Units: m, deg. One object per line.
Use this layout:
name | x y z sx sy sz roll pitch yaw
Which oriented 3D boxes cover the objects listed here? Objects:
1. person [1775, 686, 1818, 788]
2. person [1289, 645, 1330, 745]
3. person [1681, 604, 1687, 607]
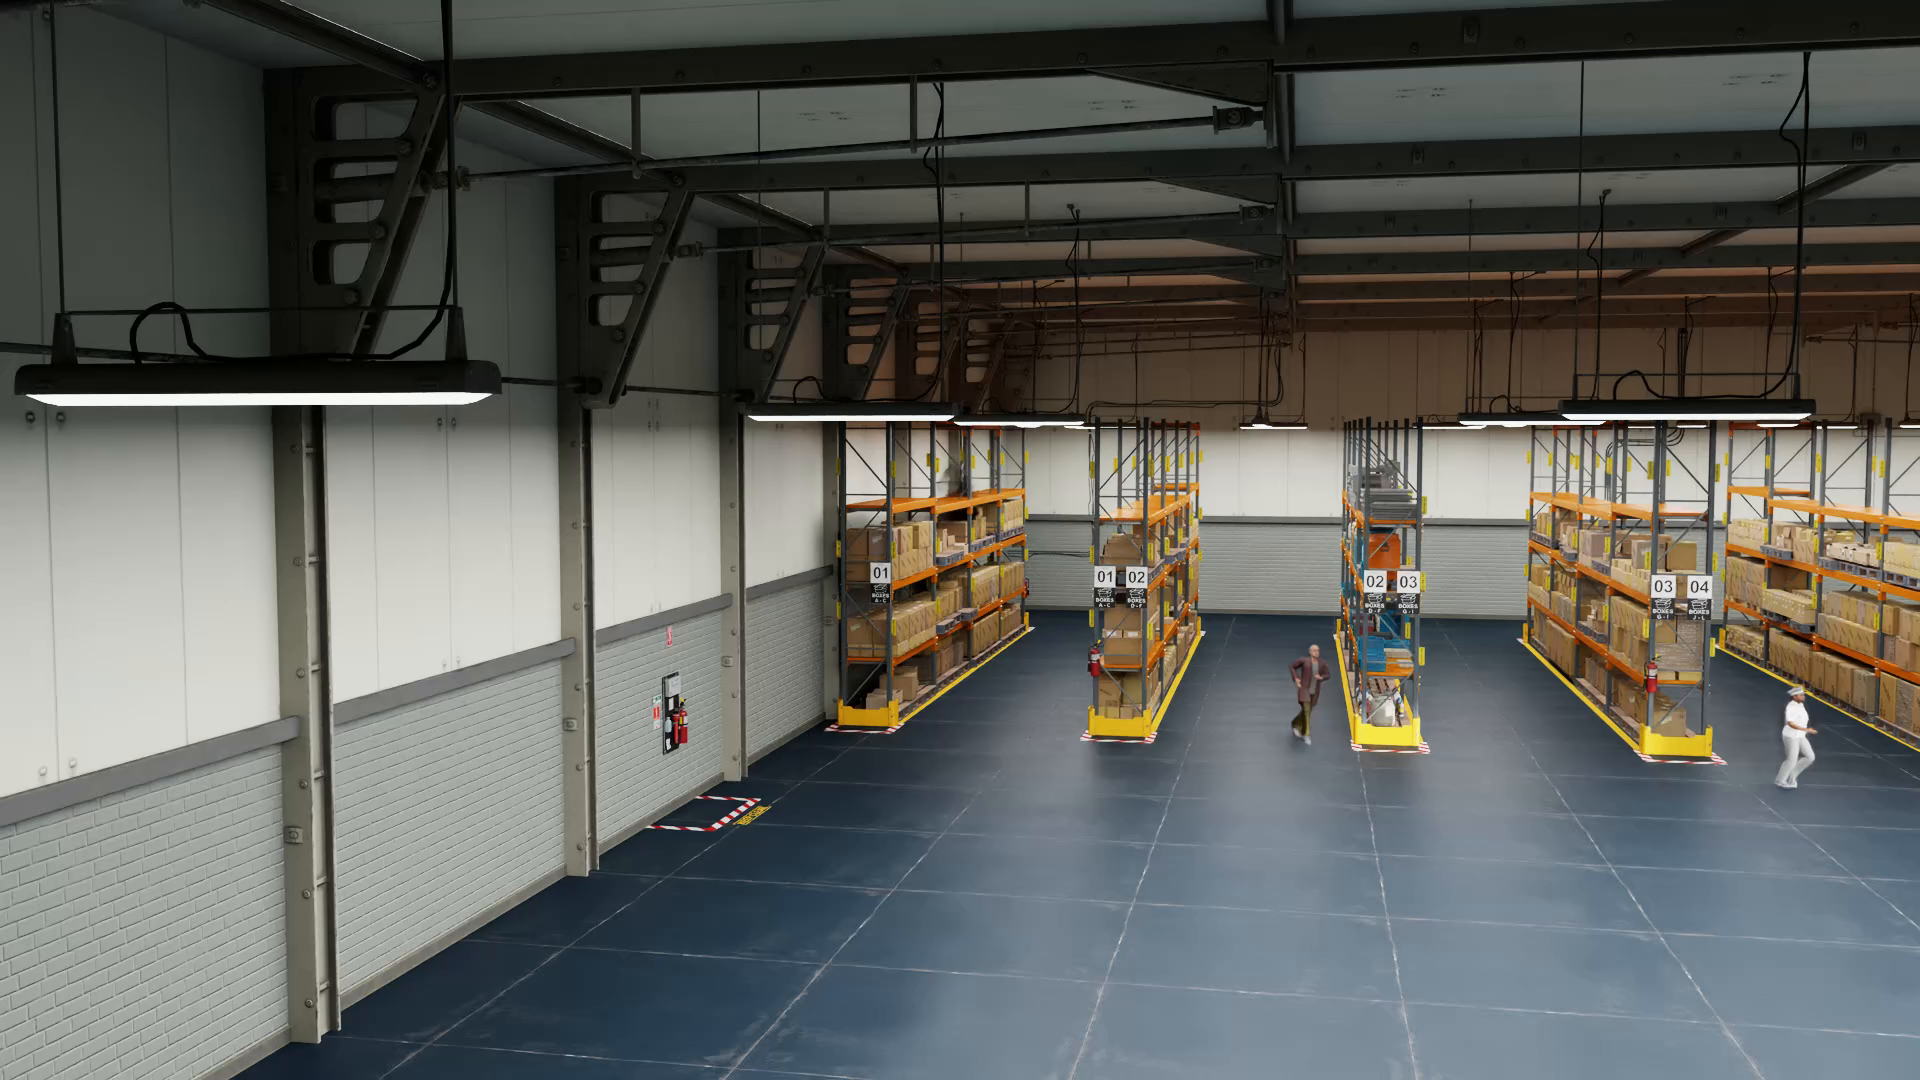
person | 13.411 3.161 26.605 0.589 1.687 0.641 -3 5 -40
person | 6.519 2.847 30.944 0.704 1.814 0.941 -1 4 -15
person | 18.717 2.060 43.056 0.686 1.781 0.644 1 4 16
